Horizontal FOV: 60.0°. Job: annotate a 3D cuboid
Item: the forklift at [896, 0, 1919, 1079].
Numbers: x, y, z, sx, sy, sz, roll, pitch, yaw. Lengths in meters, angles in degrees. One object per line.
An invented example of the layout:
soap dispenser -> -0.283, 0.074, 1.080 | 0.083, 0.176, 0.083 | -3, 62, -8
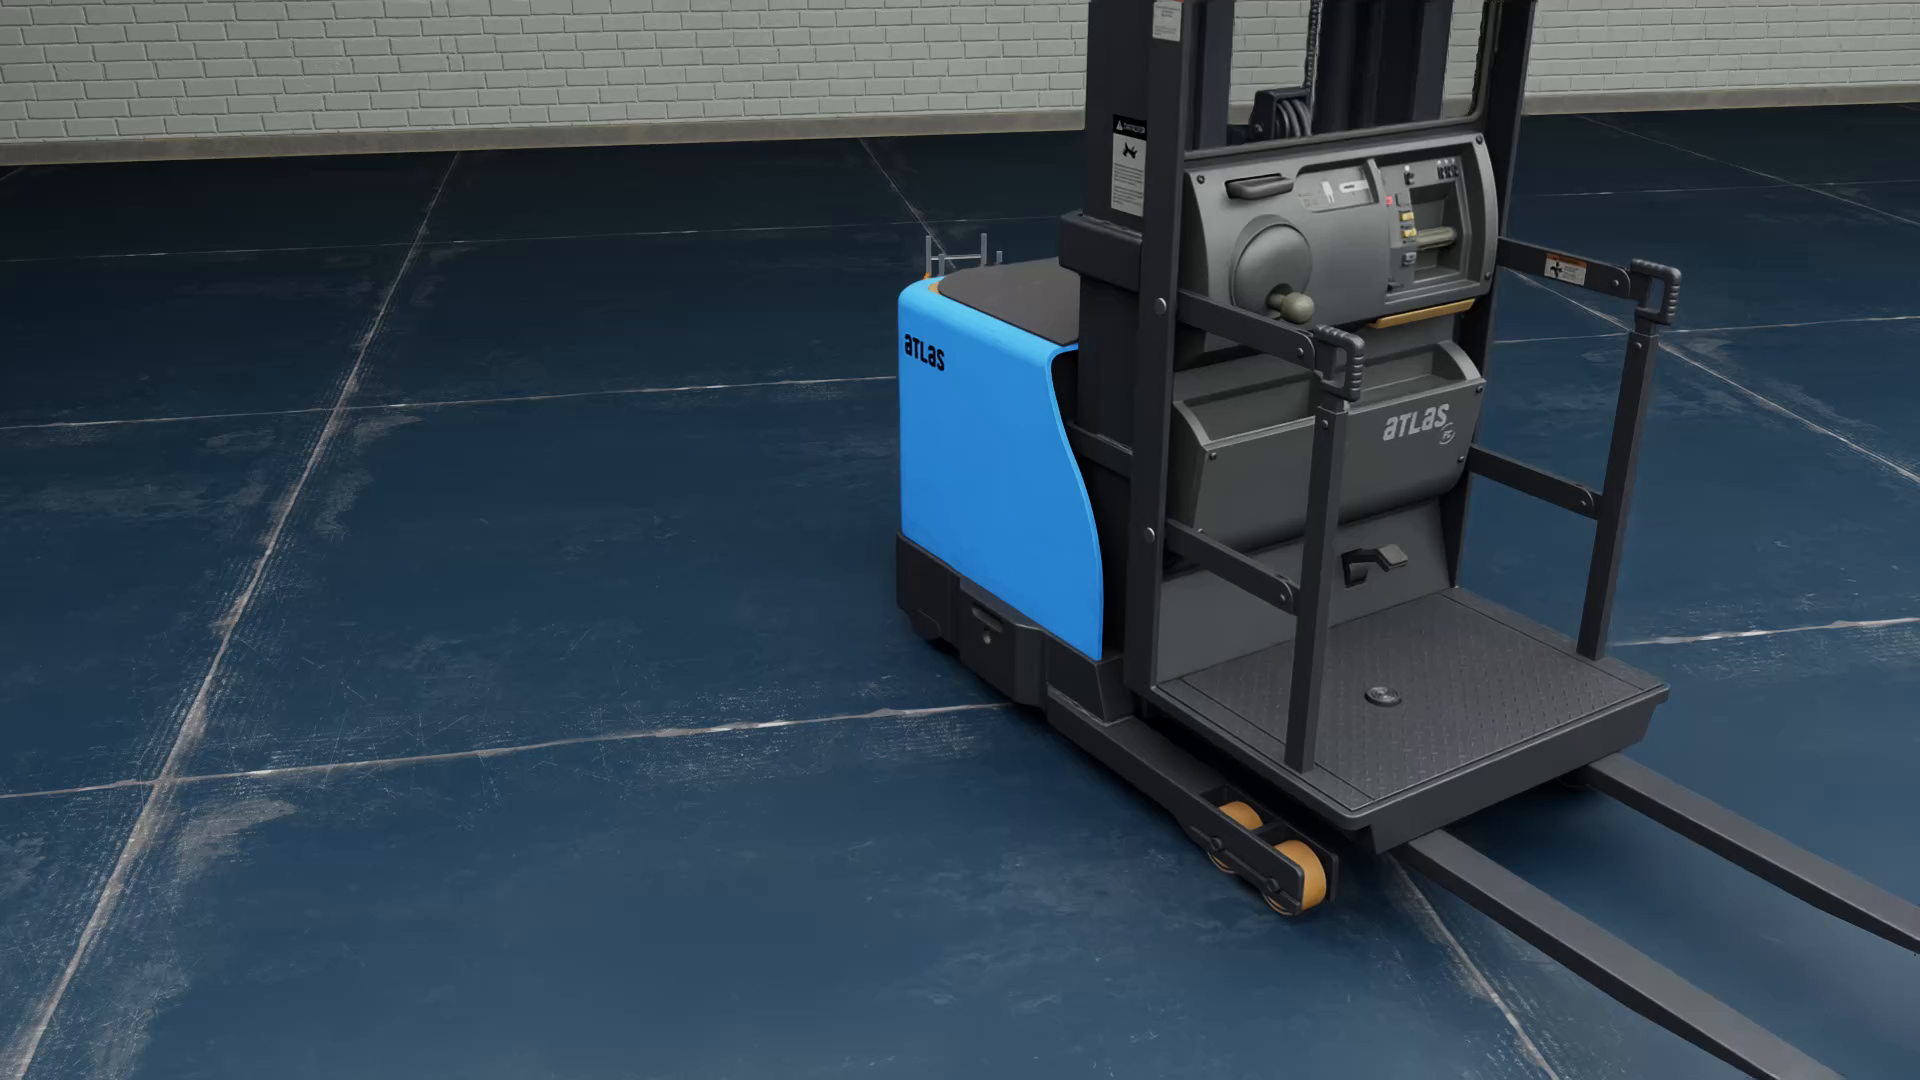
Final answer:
forklift -> 1.024, -0.704, 3.700 | 1.130, 2.935, 3.031 | -14, 27, -30

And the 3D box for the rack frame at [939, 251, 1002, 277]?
rack frame -> 0.032, -0.412, 5.382 | 0.200, 1.050, 0.008 | -4, 24, -10

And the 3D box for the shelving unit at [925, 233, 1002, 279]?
shelving unit -> 0.010, -0.460, 5.492 | 0.215, 1.050, 0.252 | -4, 24, -10

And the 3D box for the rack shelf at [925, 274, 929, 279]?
rack shelf -> 0.010, -0.710, 5.382 | 0.215, 0.259, 0.240 | -4, 24, -10

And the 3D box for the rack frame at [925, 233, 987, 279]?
rack frame -> -0.013, -0.508, 5.602 | 0.200, 1.050, 0.008 | -4, 24, -10
